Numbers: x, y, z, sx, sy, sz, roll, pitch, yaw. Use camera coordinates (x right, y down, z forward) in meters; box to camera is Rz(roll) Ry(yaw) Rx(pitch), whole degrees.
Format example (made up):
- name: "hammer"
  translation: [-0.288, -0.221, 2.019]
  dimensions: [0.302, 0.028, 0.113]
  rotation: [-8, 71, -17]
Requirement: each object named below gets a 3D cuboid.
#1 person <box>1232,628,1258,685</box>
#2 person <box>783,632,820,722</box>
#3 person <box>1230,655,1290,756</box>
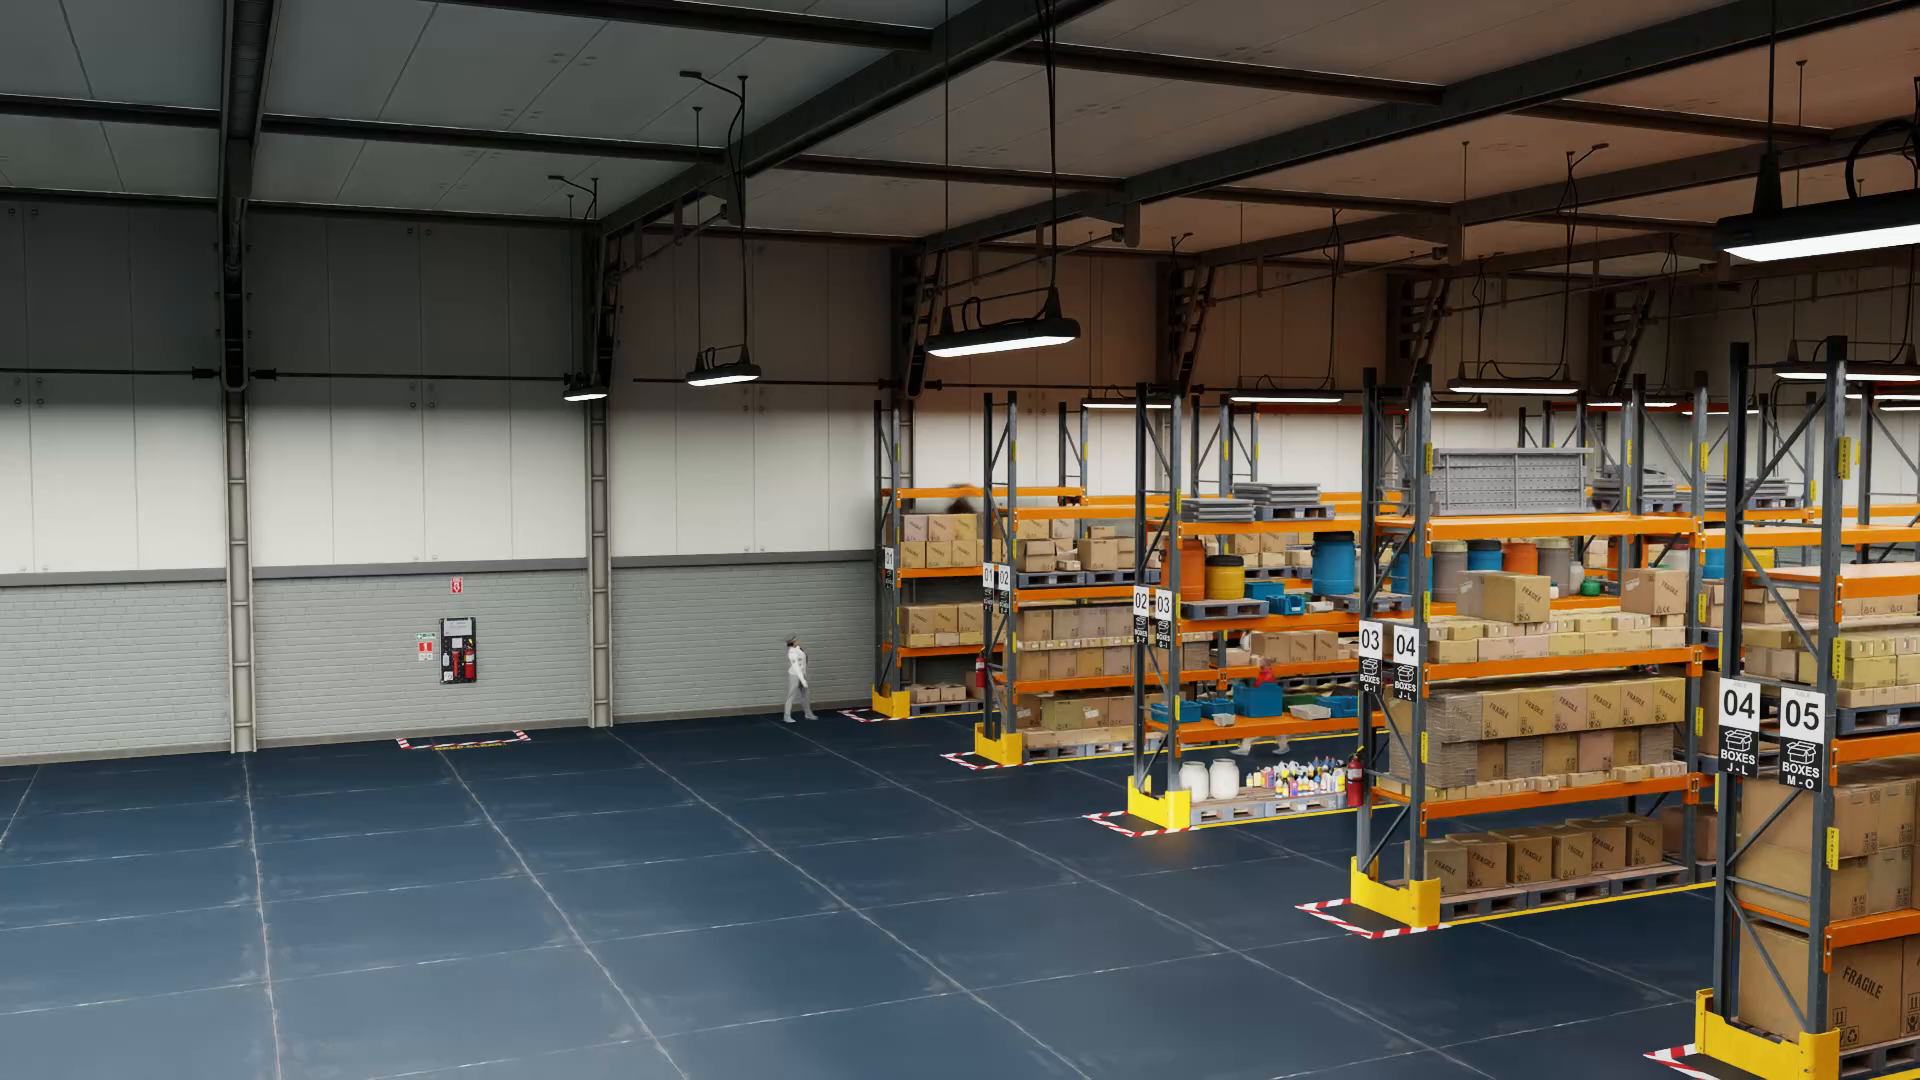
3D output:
- name: "person"
  translation: [5.685, 2.422, 32.778]
  dimensions: [0.876, 1.808, 0.636]
  rotation: [-1, 4, -21]
- name: "person"
  translation: [-2.970, 2.543, 30.911]
  dimensions: [0.543, 1.690, 0.666]
  rotation: [1, 3, 15]
- name: "person"
  translation: [4.971, 2.724, 27.321]
  dimensions: [1.037, 1.666, 0.493]
  rotation: [-2, 4, -25]
